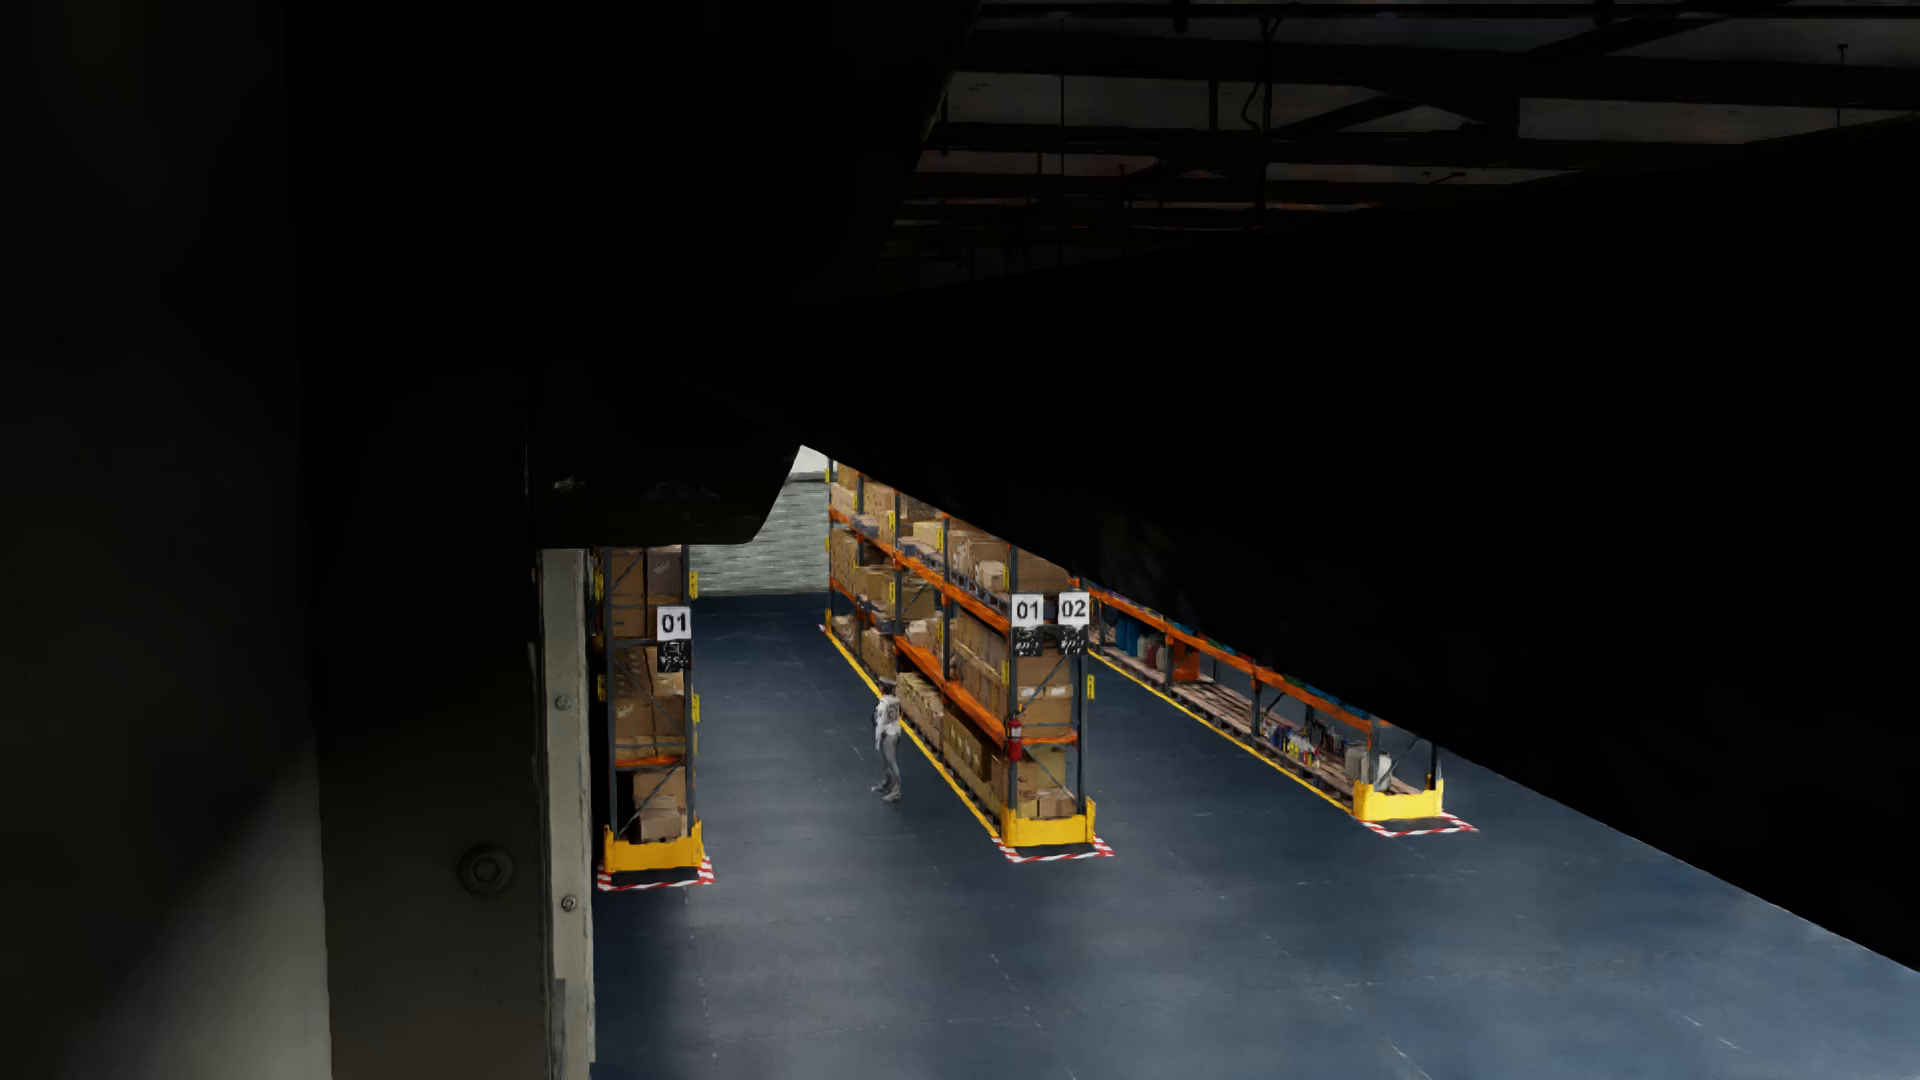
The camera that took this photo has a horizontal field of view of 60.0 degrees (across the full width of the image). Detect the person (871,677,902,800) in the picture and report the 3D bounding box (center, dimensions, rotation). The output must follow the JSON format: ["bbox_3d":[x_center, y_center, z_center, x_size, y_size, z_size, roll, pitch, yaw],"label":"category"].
[{"bbox_3d":[-1.030,2.742,23.192,0.542,1.667,0.573,2,7,20],"label":"person"}]
